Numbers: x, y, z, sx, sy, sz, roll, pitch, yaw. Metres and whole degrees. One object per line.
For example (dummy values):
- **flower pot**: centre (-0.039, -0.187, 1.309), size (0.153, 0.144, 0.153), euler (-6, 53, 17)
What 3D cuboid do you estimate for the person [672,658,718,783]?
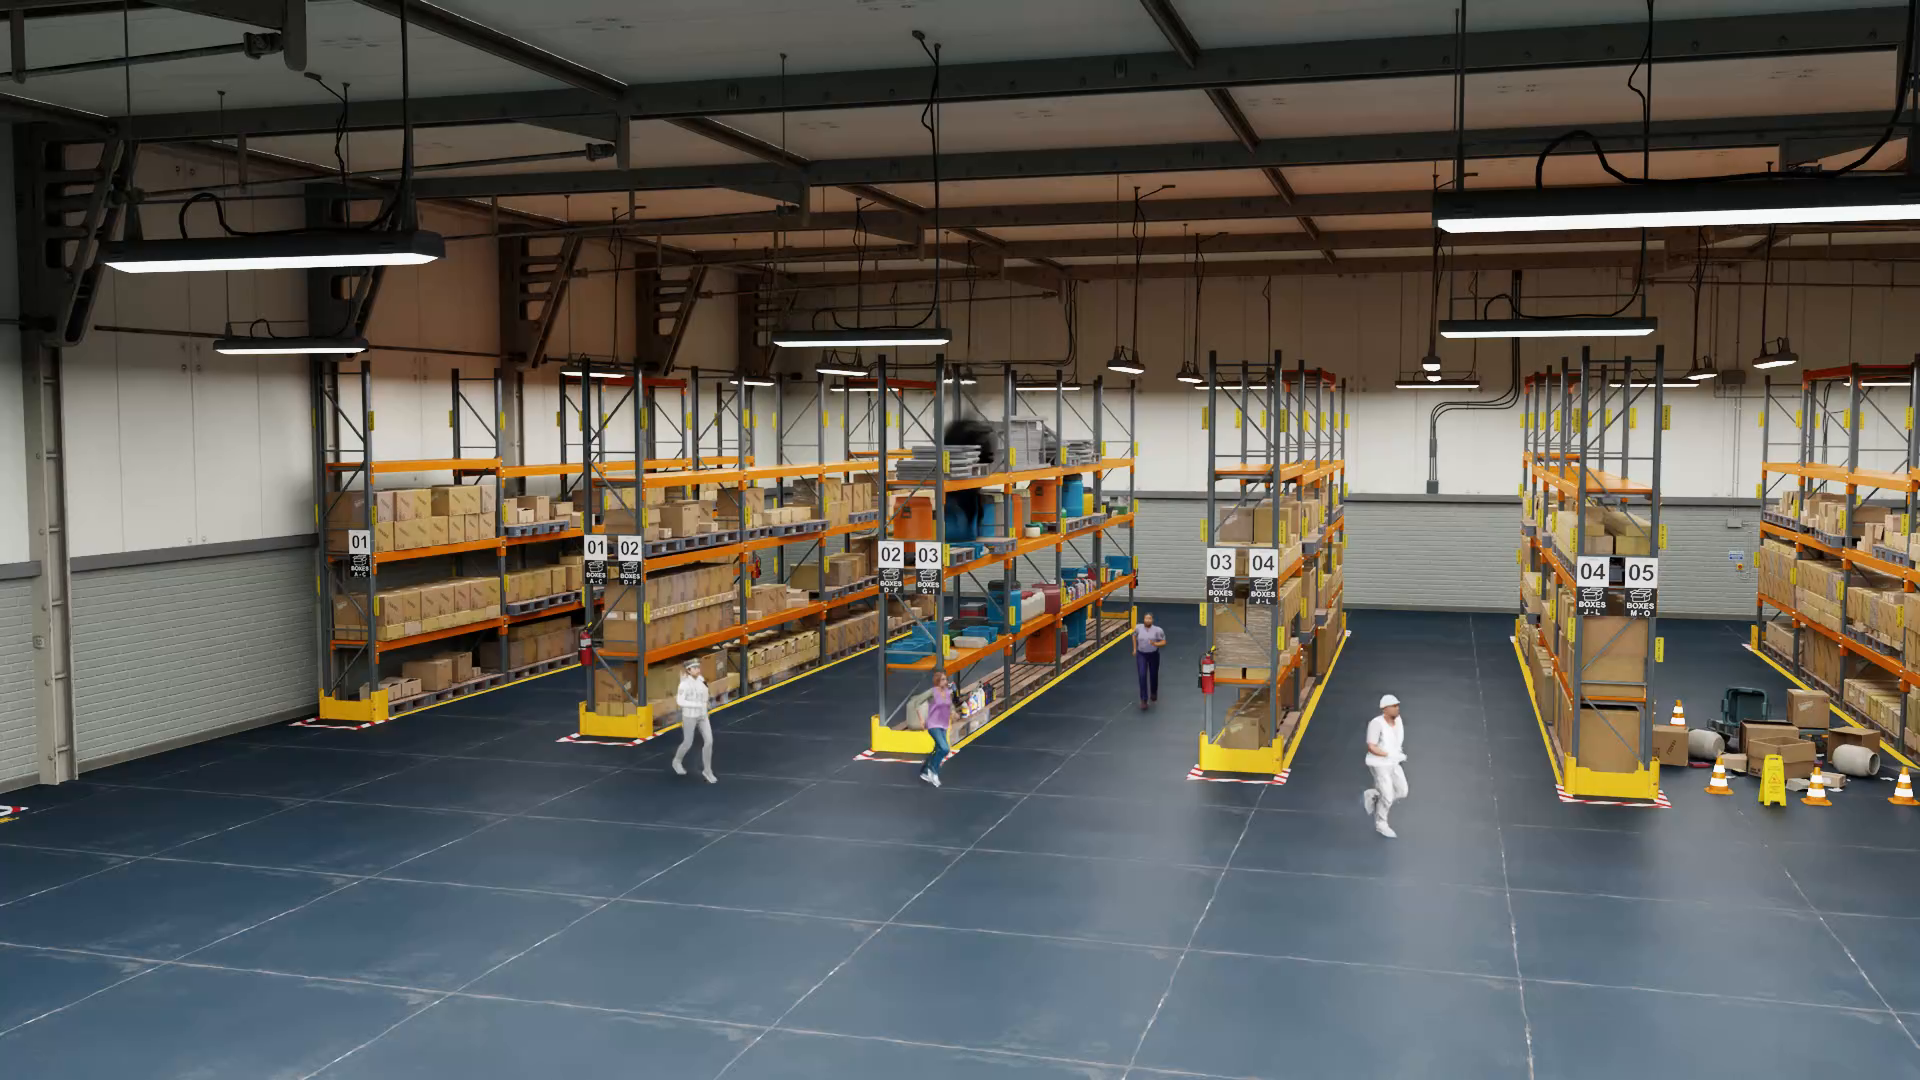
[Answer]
- **person**: centre (-3.718, 2.502, 23.219), size (0.827, 1.743, 0.616), euler (4, 6, 44)

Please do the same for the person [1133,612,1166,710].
- **person**: centre (3.306, 2.078, 29.107), size (0.599, 1.651, 0.937), euler (1, 4, 10)

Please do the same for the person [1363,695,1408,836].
- **person**: centre (5.165, 2.718, 20.109), size (0.730, 1.723, 0.686), euler (-3, 5, -40)

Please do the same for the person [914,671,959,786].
- **person**: centre (-0.293, 2.582, 22.741), size (0.731, 1.570, 0.500), euler (4, 6, 44)
